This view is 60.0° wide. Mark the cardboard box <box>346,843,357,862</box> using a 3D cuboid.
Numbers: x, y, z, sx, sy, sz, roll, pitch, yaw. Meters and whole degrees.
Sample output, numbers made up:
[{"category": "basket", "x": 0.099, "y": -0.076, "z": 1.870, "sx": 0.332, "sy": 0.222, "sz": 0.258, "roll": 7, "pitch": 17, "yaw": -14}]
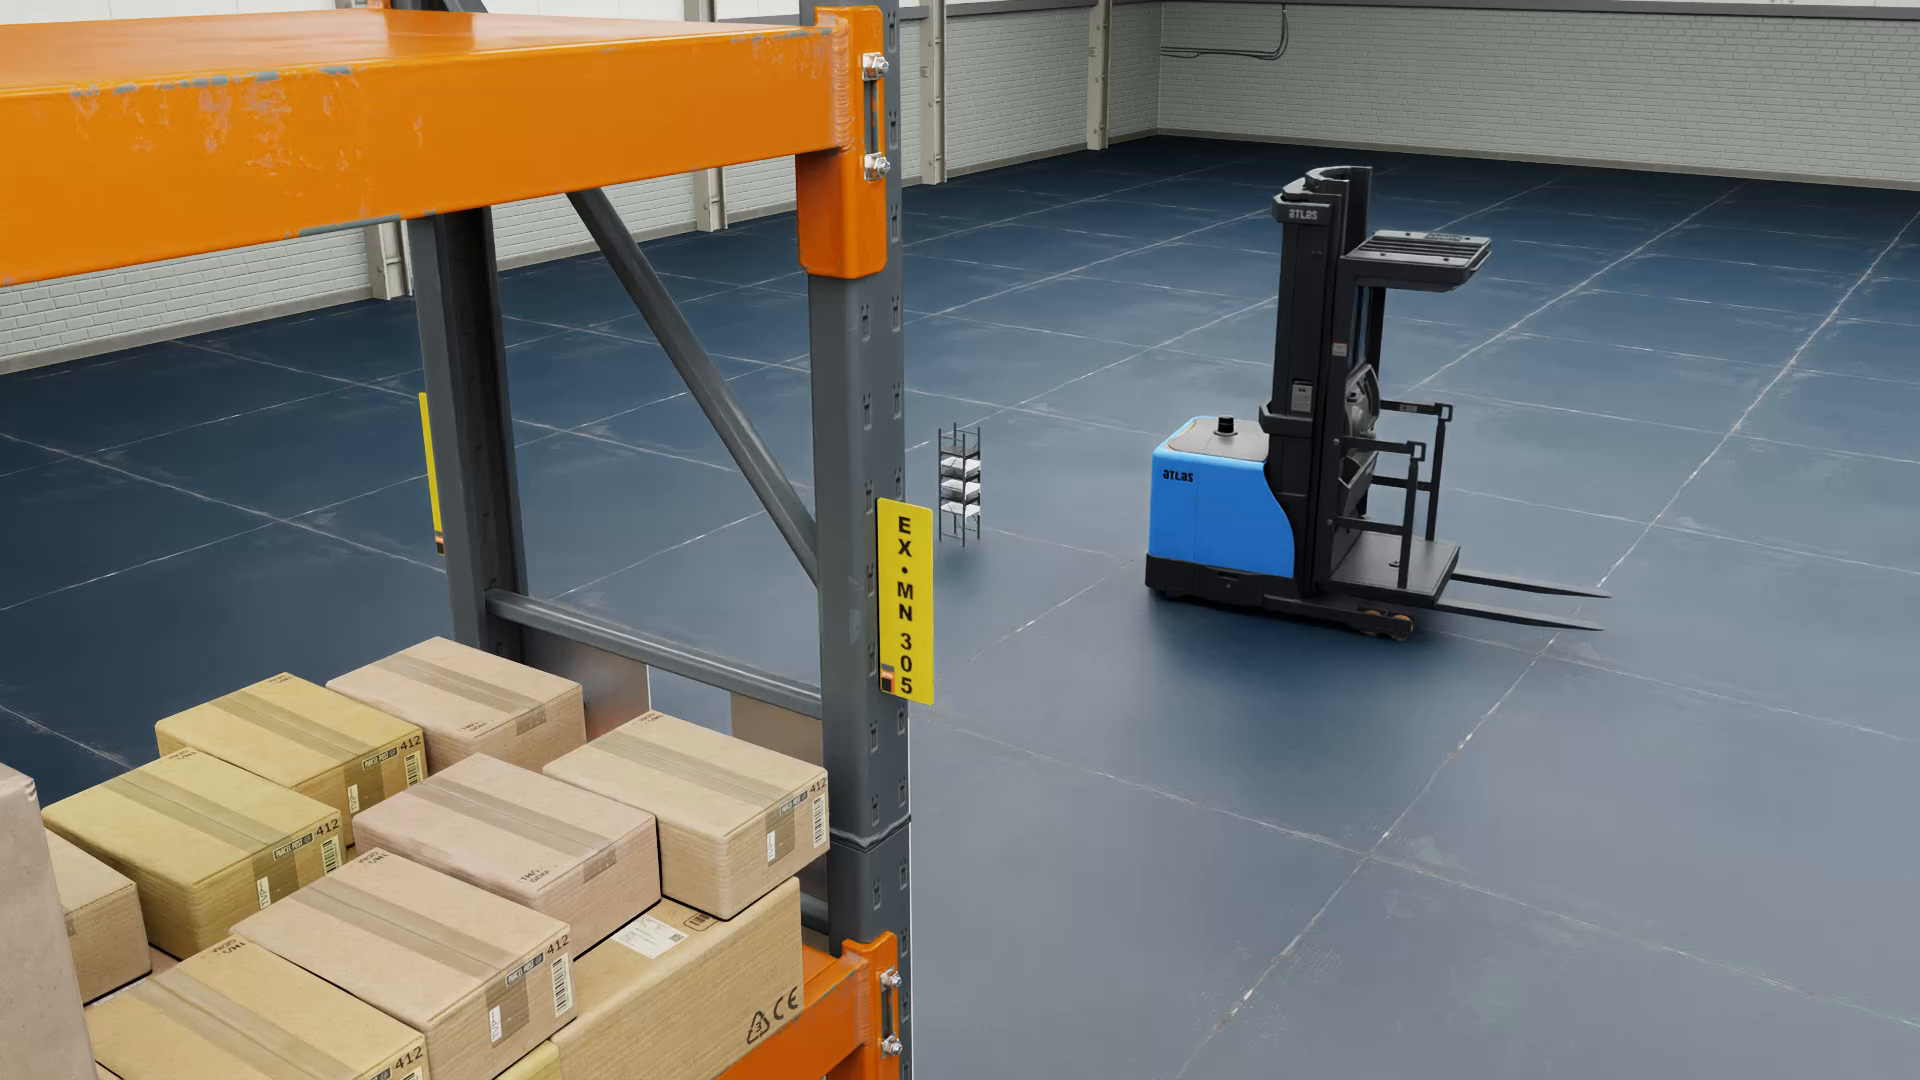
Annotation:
[{"category": "cardboard box", "x": -1.016, "y": 0.557, "z": 2.828, "sx": 0.500, "sy": 0.250, "sz": 0.500, "roll": 14, "pitch": 25, "yaw": 33}]

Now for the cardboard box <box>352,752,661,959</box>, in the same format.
[{"category": "cardboard box", "x": -0.673, "y": 0.474, "z": 2.476, "sx": 0.380, "sy": 0.149, "sz": 0.250, "roll": 12, "pitch": 24, "yaw": 30}]

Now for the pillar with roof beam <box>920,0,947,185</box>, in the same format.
[{"category": "pillar with roof beam", "x": 3.080, "y": -9.930, "z": 26.640, "sx": 9.100, "sy": 9.000, "sz": 0.400, "roll": 13, "pitch": 24, "yaw": 32}]

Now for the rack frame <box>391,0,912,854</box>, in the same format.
[{"category": "rack frame", "x": -0.532, "y": -1.008, "z": 2.519, "sx": 1.000, "sy": 3.000, "sz": 0.127, "roll": 13, "pitch": 24, "yaw": 32}]

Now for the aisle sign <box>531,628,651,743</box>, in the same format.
[{"category": "aisle sign", "x": -0.745, "y": 0.510, "z": 3.315, "sx": 0.394, "sy": 0.787, "sz": 0.004, "roll": 13, "pitch": 24, "yaw": 32}]

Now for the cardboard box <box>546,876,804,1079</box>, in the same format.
[{"category": "cardboard box", "x": -0.592, "y": 0.657, "z": 2.558, "sx": 0.500, "sy": 0.250, "sz": 0.500, "roll": 14, "pitch": 24, "yaw": 33}]

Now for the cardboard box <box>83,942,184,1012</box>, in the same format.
[{"category": "cardboard box", "x": -1.301, "y": 0.706, "z": 2.425, "sx": 0.500, "sy": 0.250, "sz": 0.500, "roll": 13, "pitch": 24, "yaw": 31}]

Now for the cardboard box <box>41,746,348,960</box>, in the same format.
[{"category": "cardboard box", "x": -1.143, "y": 0.468, "z": 2.494, "sx": 0.380, "sy": 0.149, "sz": 0.250, "roll": 13, "pitch": 24, "yaw": 31}]

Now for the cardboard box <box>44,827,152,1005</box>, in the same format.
[{"category": "cardboard box", "x": -1.355, "y": 0.532, "z": 2.320, "sx": 0.380, "sy": 0.149, "sz": 0.250, "roll": 14, "pitch": 25, "yaw": 34}]

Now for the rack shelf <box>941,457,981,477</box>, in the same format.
[{"category": "rack shelf", "x": -0.005, "y": -0.557, "z": 12.552, "sx": 0.258, "sy": 0.077, "sz": 0.200, "roll": 13, "pitch": 24, "yaw": 32}]

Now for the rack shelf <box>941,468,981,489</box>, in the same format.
[{"category": "rack shelf", "x": -0.005, "y": -0.473, "z": 12.583, "sx": 0.258, "sy": 0.077, "sz": 0.200, "roll": 13, "pitch": 24, "yaw": 32}]

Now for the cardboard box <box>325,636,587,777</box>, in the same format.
[{"category": "cardboard box", "x": -0.878, "y": 0.316, "z": 2.905, "sx": 0.380, "sy": 0.149, "sz": 0.250, "roll": 13, "pitch": 24, "yaw": 31}]

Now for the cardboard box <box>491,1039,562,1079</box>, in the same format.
[{"category": "cardboard box", "x": -0.871, "y": 0.801, "z": 2.169, "sx": 0.500, "sy": 0.250, "sz": 0.500, "roll": 13, "pitch": 24, "yaw": 32}]

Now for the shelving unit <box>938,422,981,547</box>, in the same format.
[{"category": "shelving unit", "x": -0.005, "y": -0.420, "z": 12.603, "sx": 0.258, "sy": 0.900, "sz": 0.210, "roll": 13, "pitch": 24, "yaw": 32}]

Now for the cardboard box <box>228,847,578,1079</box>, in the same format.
[{"category": "cardboard box", "x": -0.736, "y": 0.574, "z": 2.206, "sx": 0.380, "sy": 0.149, "sz": 0.250, "roll": 12, "pitch": 23, "yaw": 30}]

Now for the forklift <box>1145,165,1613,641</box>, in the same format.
[{"category": "forklift", "x": 2.863, "y": -0.921, "z": 11.030, "sx": 3.031, "sy": 2.935, "sz": 1.130, "roll": 9, "pitch": 22, "yaw": 23}]

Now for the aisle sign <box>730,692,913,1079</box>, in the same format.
[{"category": "aisle sign", "x": -0.249, "y": 0.627, "z": 2.999, "sx": 0.394, "sy": 0.787, "sz": 0.004, "roll": 13, "pitch": 24, "yaw": 32}]

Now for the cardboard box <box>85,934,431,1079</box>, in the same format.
[{"category": "cardboard box", "x": -0.857, "y": 0.651, "z": 1.999, "sx": 0.380, "sy": 0.149, "sz": 0.250, "roll": 13, "pitch": 24, "yaw": 32}]

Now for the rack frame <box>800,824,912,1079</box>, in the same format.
[{"category": "rack frame", "x": -0.532, "y": 1.806, "z": 3.560, "sx": 1.000, "sy": 3.000, "sz": 0.127, "roll": 13, "pitch": 24, "yaw": 32}]

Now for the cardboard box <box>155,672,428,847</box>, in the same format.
[{"category": "cardboard box", "x": -1.103, "y": 0.372, "z": 2.755, "sx": 0.380, "sy": 0.149, "sz": 0.250, "roll": 14, "pitch": 24, "yaw": 33}]

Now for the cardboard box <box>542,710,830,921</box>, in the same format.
[{"category": "cardboard box", "x": -0.430, "y": 0.423, "z": 2.616, "sx": 0.380, "sy": 0.149, "sz": 0.250, "roll": 13, "pitch": 24, "yaw": 32}]

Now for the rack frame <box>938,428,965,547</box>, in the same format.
[{"category": "rack frame", "x": -0.062, "y": -0.391, "z": 12.524, "sx": 0.240, "sy": 0.900, "sz": 0.006, "roll": 13, "pitch": 24, "yaw": 32}]

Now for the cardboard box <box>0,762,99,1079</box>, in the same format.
[{"category": "cardboard box", "x": -1.194, "y": 0.472, "z": 1.548, "sx": 0.500, "sy": 0.500, "sz": 0.500, "roll": 13, "pitch": 24, "yaw": 32}]

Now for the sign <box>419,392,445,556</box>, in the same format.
[{"category": "sign", "x": -0.980, "y": -0.117, "z": 3.174, "sx": 0.100, "sy": 0.325, "sz": 0.005, "roll": 13, "pitch": 24, "yaw": 32}]

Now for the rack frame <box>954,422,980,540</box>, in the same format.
[{"category": "rack frame", "x": 0.053, "y": -0.449, "z": 12.681, "sx": 0.240, "sy": 0.900, "sz": 0.006, "roll": 13, "pitch": 24, "yaw": 32}]

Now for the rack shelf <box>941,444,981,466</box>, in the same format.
[{"category": "rack shelf", "x": -0.005, "y": -0.642, "z": 12.520, "sx": 0.258, "sy": 0.077, "sz": 0.200, "roll": 13, "pitch": 24, "yaw": 32}]

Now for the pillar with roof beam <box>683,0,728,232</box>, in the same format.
[{"category": "pillar with roof beam", "x": -0.293, "y": -8.209, "z": 21.986, "sx": 9.100, "sy": 9.000, "sz": 0.400, "roll": 13, "pitch": 24, "yaw": 32}]

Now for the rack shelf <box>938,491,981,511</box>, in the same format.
[{"category": "rack shelf", "x": -0.005, "y": -0.304, "z": 12.645, "sx": 0.258, "sy": 0.077, "sz": 0.200, "roll": 13, "pitch": 24, "yaw": 32}]

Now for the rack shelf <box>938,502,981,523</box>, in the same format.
[{"category": "rack shelf", "x": -0.005, "y": -0.220, "z": 12.677, "sx": 0.258, "sy": 0.077, "sz": 0.200, "roll": 13, "pitch": 24, "yaw": 32}]

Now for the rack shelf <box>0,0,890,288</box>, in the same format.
[{"category": "rack shelf", "x": -1.656, "y": -0.095, "z": 1.093, "sx": 1.077, "sy": 0.370, "sz": 4.000, "roll": 13, "pitch": 24, "yaw": 32}]

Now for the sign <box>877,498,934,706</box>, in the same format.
[{"category": "sign", "x": -0.084, "y": 0.097, "z": 2.578, "sx": 0.100, "sy": 0.325, "sz": 0.005, "roll": 13, "pitch": 24, "yaw": 32}]

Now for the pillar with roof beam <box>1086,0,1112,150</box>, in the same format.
[{"category": "pillar with roof beam", "x": 6.453, "y": -11.652, "z": 31.294, "sx": 9.100, "sy": 9.000, "sz": 0.400, "roll": 13, "pitch": 24, "yaw": 32}]

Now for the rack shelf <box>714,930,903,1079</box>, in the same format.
[{"category": "rack shelf", "x": -1.656, "y": 1.310, "z": 1.613, "sx": 1.077, "sy": 0.370, "sz": 4.000, "roll": 13, "pitch": 24, "yaw": 32}]

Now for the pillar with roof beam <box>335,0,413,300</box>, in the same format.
[{"category": "pillar with roof beam", "x": -3.665, "y": -6.487, "z": 17.332, "sx": 9.100, "sy": 9.000, "sz": 0.400, "roll": 13, "pitch": 24, "yaw": 32}]

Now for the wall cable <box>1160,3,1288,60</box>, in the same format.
[{"category": "wall cable", "x": 5.642, "y": -11.622, "z": 35.690, "sx": 3.097, "sy": 2.526, "sz": 0.112, "roll": 13, "pitch": 24, "yaw": 32}]

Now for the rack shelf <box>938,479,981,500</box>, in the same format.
[{"category": "rack shelf", "x": -0.005, "y": -0.388, "z": 12.614, "sx": 0.258, "sy": 0.077, "sz": 0.200, "roll": 13, "pitch": 24, "yaw": 32}]
